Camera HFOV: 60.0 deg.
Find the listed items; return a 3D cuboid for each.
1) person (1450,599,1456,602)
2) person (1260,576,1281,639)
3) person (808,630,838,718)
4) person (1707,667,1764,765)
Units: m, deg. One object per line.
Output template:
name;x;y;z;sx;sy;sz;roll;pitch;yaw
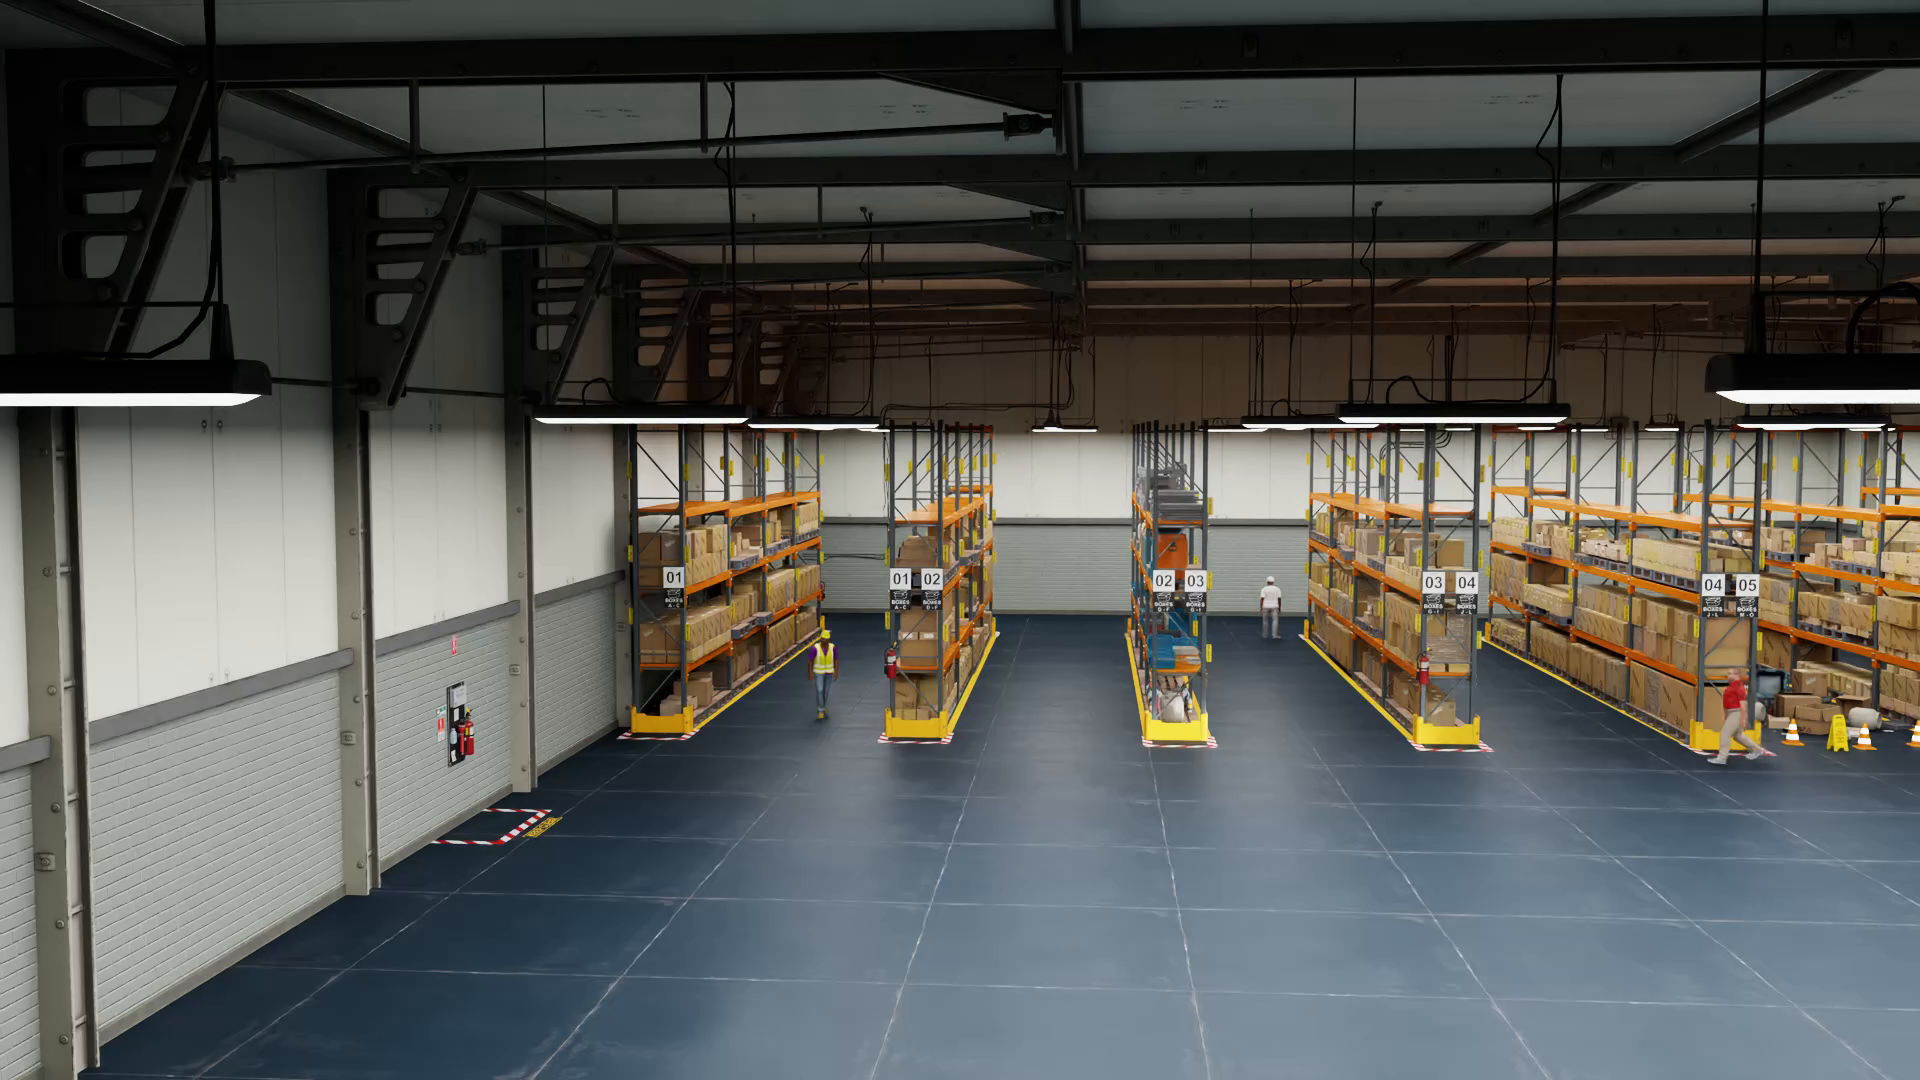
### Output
person;14.421;1.706;49.374;0.664;1.740;1.021;1;4;14
person;8.716;1.902;46.700;0.583;1.766;0.763;0;4;5
person;-2.755;2.696;33.785;0.592;1.721;0.950;-2;4;-23
person;13.455;3.037;28.825;0.979;1.667;0.540;0;4;5
